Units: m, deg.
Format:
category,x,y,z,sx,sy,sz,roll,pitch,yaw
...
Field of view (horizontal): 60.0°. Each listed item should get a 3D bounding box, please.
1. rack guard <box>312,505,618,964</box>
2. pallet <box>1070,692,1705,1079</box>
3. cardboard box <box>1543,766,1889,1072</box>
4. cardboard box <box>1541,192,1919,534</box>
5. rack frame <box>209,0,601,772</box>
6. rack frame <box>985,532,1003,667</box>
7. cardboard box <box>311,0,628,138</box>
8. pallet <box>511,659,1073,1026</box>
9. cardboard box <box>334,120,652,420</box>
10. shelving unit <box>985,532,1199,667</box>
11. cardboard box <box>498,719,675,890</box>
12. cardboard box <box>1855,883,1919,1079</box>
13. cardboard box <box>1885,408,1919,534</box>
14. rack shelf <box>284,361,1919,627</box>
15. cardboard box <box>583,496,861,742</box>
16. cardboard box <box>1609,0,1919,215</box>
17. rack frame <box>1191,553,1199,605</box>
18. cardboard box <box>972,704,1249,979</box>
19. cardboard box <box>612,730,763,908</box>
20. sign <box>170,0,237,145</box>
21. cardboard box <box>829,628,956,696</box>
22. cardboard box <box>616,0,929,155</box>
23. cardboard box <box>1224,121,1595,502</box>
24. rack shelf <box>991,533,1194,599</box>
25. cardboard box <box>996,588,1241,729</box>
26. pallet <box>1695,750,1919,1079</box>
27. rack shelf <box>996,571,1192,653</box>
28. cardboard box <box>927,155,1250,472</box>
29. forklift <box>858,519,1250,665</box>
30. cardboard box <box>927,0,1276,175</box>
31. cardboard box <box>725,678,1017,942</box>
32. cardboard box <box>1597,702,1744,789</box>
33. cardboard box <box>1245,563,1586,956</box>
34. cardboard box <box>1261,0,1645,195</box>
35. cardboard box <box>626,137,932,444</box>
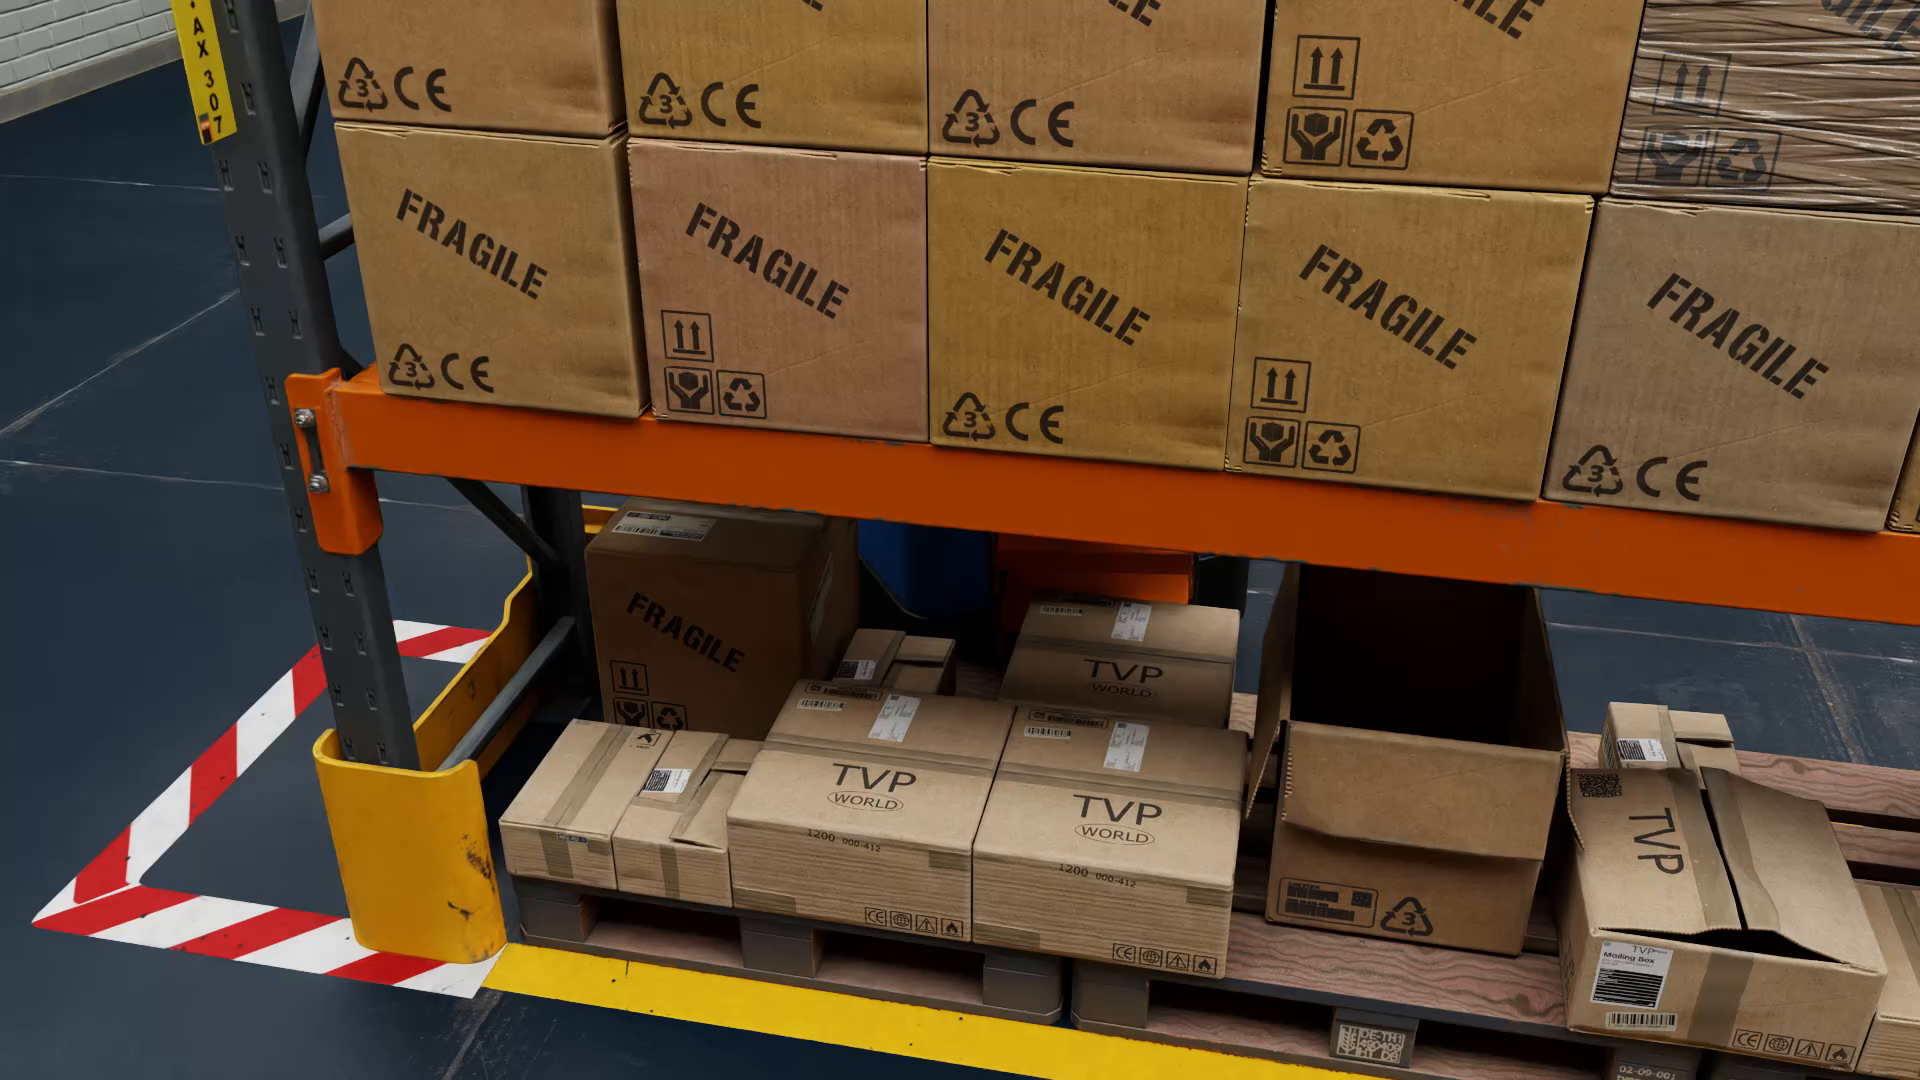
category,x,y,z,sx,sy,sz,roll,pitch,yaw
rack guard,-1.057,0.409,3.983,0.348,0.500,1.175,6,29,11
pallet,0.912,0.738,3.682,1.213,0.211,1.003,6,29,11
cardboard box,1.430,0.693,3.202,0.500,0.311,0.500,6,29,11
cardboard box,1.231,-0.369,2.697,0.500,0.500,0.500,7,29,12
rack frame,-1.131,-0.695,3.397,0.127,3.000,1.000,6,29,11
rack frame,0.085,-0.056,4.067,0.015,1.200,0.240,1,40,8
cardboard box,-0.753,-1.010,2.825,0.500,0.500,0.500,7,29,12
pallet,-0.277,0.615,3.907,1.213,0.211,1.003,6,29,11
cardboard box,-0.753,-0.571,3.065,0.500,0.500,0.500,6,29,12
shelving unit,0.327,-0.050,4.034,0.503,1.200,0.258,1,40,8
cardboard box,-0.794,0.565,3.604,0.250,0.149,0.380,6,29,11
cardboard box,1.785,0.830,3.121,0.250,0.149,0.380,6,29,11
cardboard box,1.734,-0.319,2.605,0.500,0.500,0.500,7,29,12
rack shelf,0.824,-0.179,3.203,4.000,0.370,1.077,6,29,11
cardboard box,-0.548,0.147,4.003,0.500,0.500,0.500,6,29,11
cardboard box,1.237,-0.807,2.454,0.500,0.500,0.500,6,29,11
rack frame,0.569,-0.045,4.001,0.015,1.200,0.240,1,40,8
cardboard box,0.319,0.606,3.425,0.500,0.250,0.500,6,29,11
cardboard box,-0.549,0.583,3.554,0.250,0.166,0.380,6,29,11
sign,-1.245,-0.820,2.723,0.005,0.325,0.100,6,29,11
cardboard box,-0.171,0.376,3.932,0.250,0.166,0.380,6,29,11
cardboard box,-0.240,-0.961,2.736,0.500,0.500,0.500,6,29,11
cardboard box,0.732,-0.419,2.788,0.500,0.500,0.500,6,29,11
rack shelf,0.332,0.001,4.077,0.480,0.148,0.258,1,40,8
cardboard box,0.375,0.366,3.863,0.500,0.250,0.500,6,29,11
pallet,2.109,0.860,3.460,1.213,0.211,1.003,6,29,11
rack shelf,0.346,0.154,4.203,0.480,0.148,0.258,1,40,8
cardboard box,0.243,-0.470,2.881,0.500,0.500,0.500,6,29,10
forklift,-0.257,-1.559,5.045,1.130,2.935,3.031,-12,31,-21
cardboard box,0.249,-0.908,2.640,0.500,0.500,0.500,6,29,11
cardboard box,-0.170,0.556,3.517,0.500,0.250,0.500,6,29,11
cardboard box,1.567,0.530,3.651,0.250,0.166,0.380,6,29,11
cardboard box,0.942,0.422,3.498,0.637,0.503,0.797,6,29,11
cardboard box,0.746,-0.858,2.548,0.500,0.500,0.500,6,29,10
cardboard box,-0.247,-0.522,2.975,0.500,0.500,0.500,6,29,10
